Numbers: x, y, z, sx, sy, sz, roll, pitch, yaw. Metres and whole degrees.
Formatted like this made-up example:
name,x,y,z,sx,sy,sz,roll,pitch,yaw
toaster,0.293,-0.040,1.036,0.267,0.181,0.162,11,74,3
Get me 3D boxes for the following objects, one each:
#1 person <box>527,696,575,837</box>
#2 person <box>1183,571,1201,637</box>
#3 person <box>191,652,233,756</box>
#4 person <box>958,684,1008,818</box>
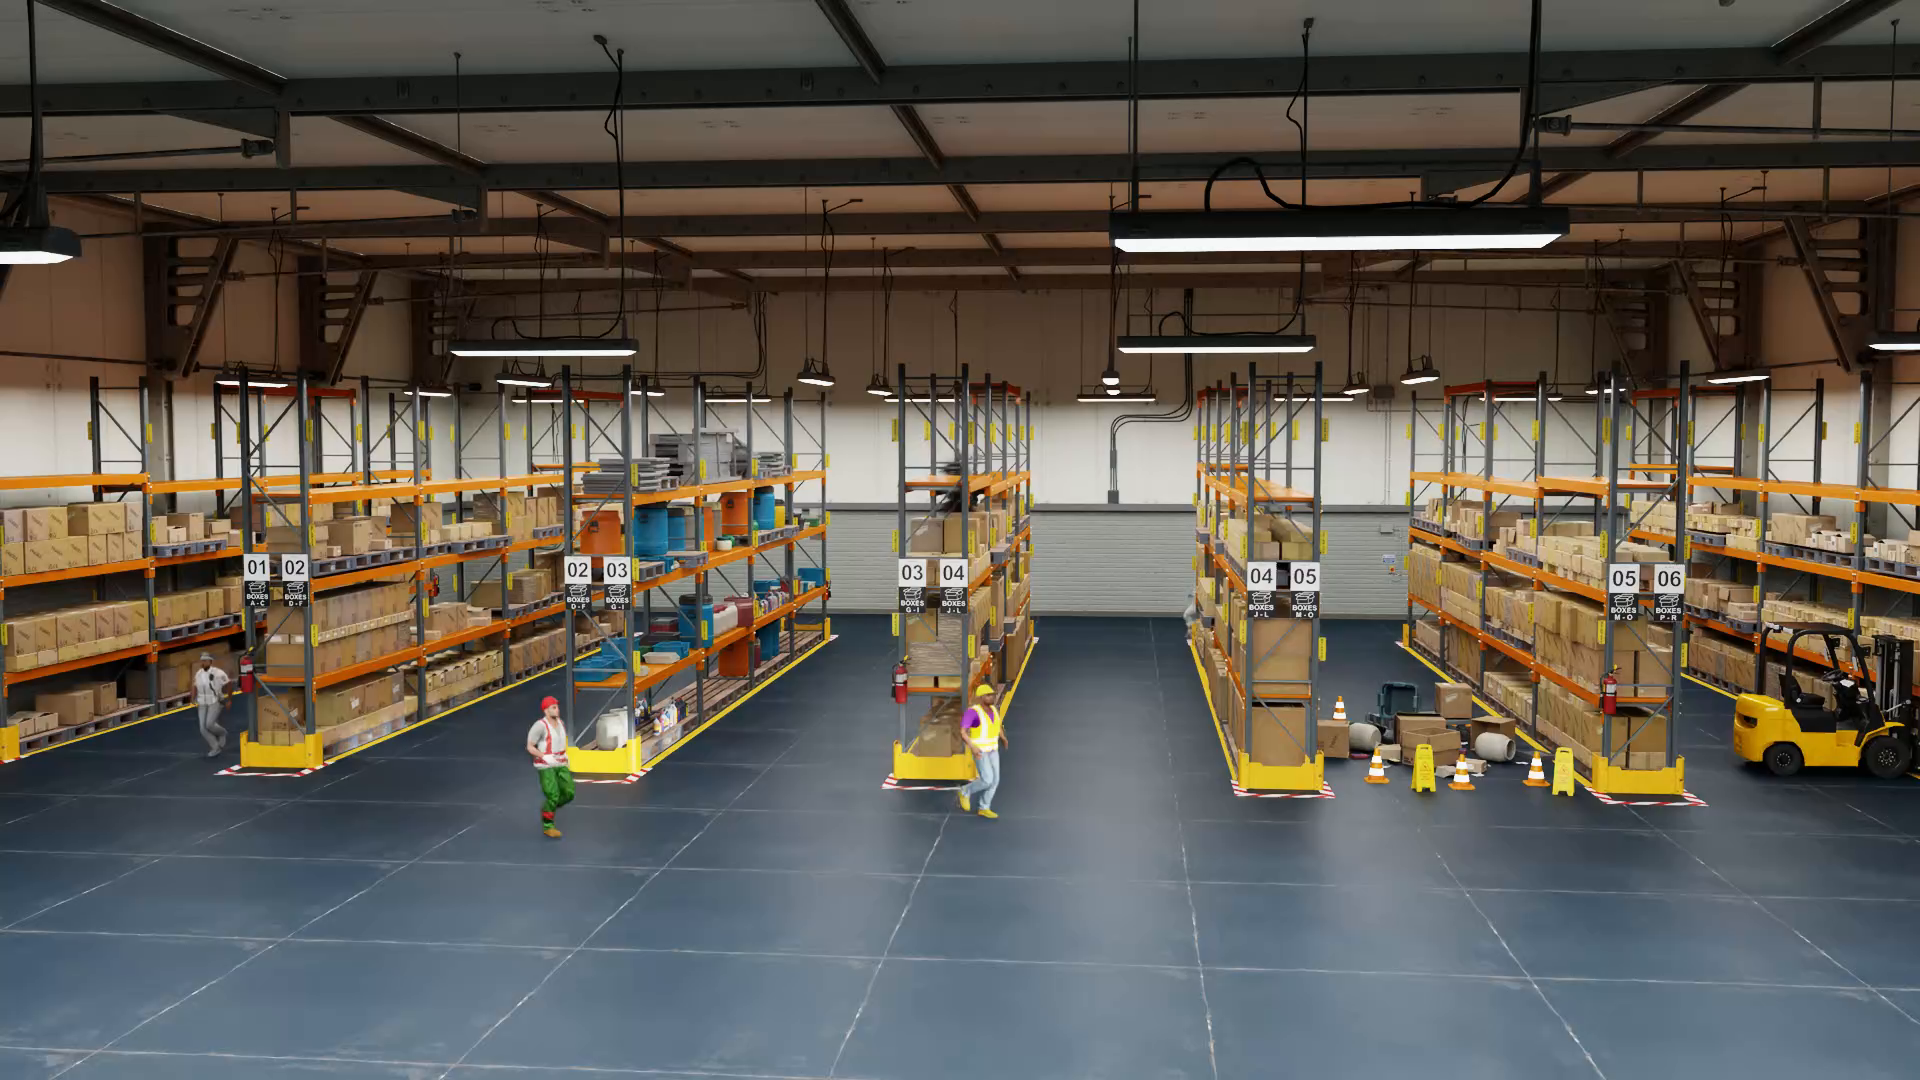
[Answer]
name,x,y,z,sx,sy,sz,roll,pitch,yaw
person,-5.062,2.804,20.594,0.586,1.745,0.661,2,4,32
person,5.812,1.546,40.797,0.695,1.730,0.776,1,4,17
person,-11.645,2.548,25.764,0.584,1.634,0.538,1,4,8
person,0.288,2.746,21.765,0.577,1.738,0.719,3,5,40
